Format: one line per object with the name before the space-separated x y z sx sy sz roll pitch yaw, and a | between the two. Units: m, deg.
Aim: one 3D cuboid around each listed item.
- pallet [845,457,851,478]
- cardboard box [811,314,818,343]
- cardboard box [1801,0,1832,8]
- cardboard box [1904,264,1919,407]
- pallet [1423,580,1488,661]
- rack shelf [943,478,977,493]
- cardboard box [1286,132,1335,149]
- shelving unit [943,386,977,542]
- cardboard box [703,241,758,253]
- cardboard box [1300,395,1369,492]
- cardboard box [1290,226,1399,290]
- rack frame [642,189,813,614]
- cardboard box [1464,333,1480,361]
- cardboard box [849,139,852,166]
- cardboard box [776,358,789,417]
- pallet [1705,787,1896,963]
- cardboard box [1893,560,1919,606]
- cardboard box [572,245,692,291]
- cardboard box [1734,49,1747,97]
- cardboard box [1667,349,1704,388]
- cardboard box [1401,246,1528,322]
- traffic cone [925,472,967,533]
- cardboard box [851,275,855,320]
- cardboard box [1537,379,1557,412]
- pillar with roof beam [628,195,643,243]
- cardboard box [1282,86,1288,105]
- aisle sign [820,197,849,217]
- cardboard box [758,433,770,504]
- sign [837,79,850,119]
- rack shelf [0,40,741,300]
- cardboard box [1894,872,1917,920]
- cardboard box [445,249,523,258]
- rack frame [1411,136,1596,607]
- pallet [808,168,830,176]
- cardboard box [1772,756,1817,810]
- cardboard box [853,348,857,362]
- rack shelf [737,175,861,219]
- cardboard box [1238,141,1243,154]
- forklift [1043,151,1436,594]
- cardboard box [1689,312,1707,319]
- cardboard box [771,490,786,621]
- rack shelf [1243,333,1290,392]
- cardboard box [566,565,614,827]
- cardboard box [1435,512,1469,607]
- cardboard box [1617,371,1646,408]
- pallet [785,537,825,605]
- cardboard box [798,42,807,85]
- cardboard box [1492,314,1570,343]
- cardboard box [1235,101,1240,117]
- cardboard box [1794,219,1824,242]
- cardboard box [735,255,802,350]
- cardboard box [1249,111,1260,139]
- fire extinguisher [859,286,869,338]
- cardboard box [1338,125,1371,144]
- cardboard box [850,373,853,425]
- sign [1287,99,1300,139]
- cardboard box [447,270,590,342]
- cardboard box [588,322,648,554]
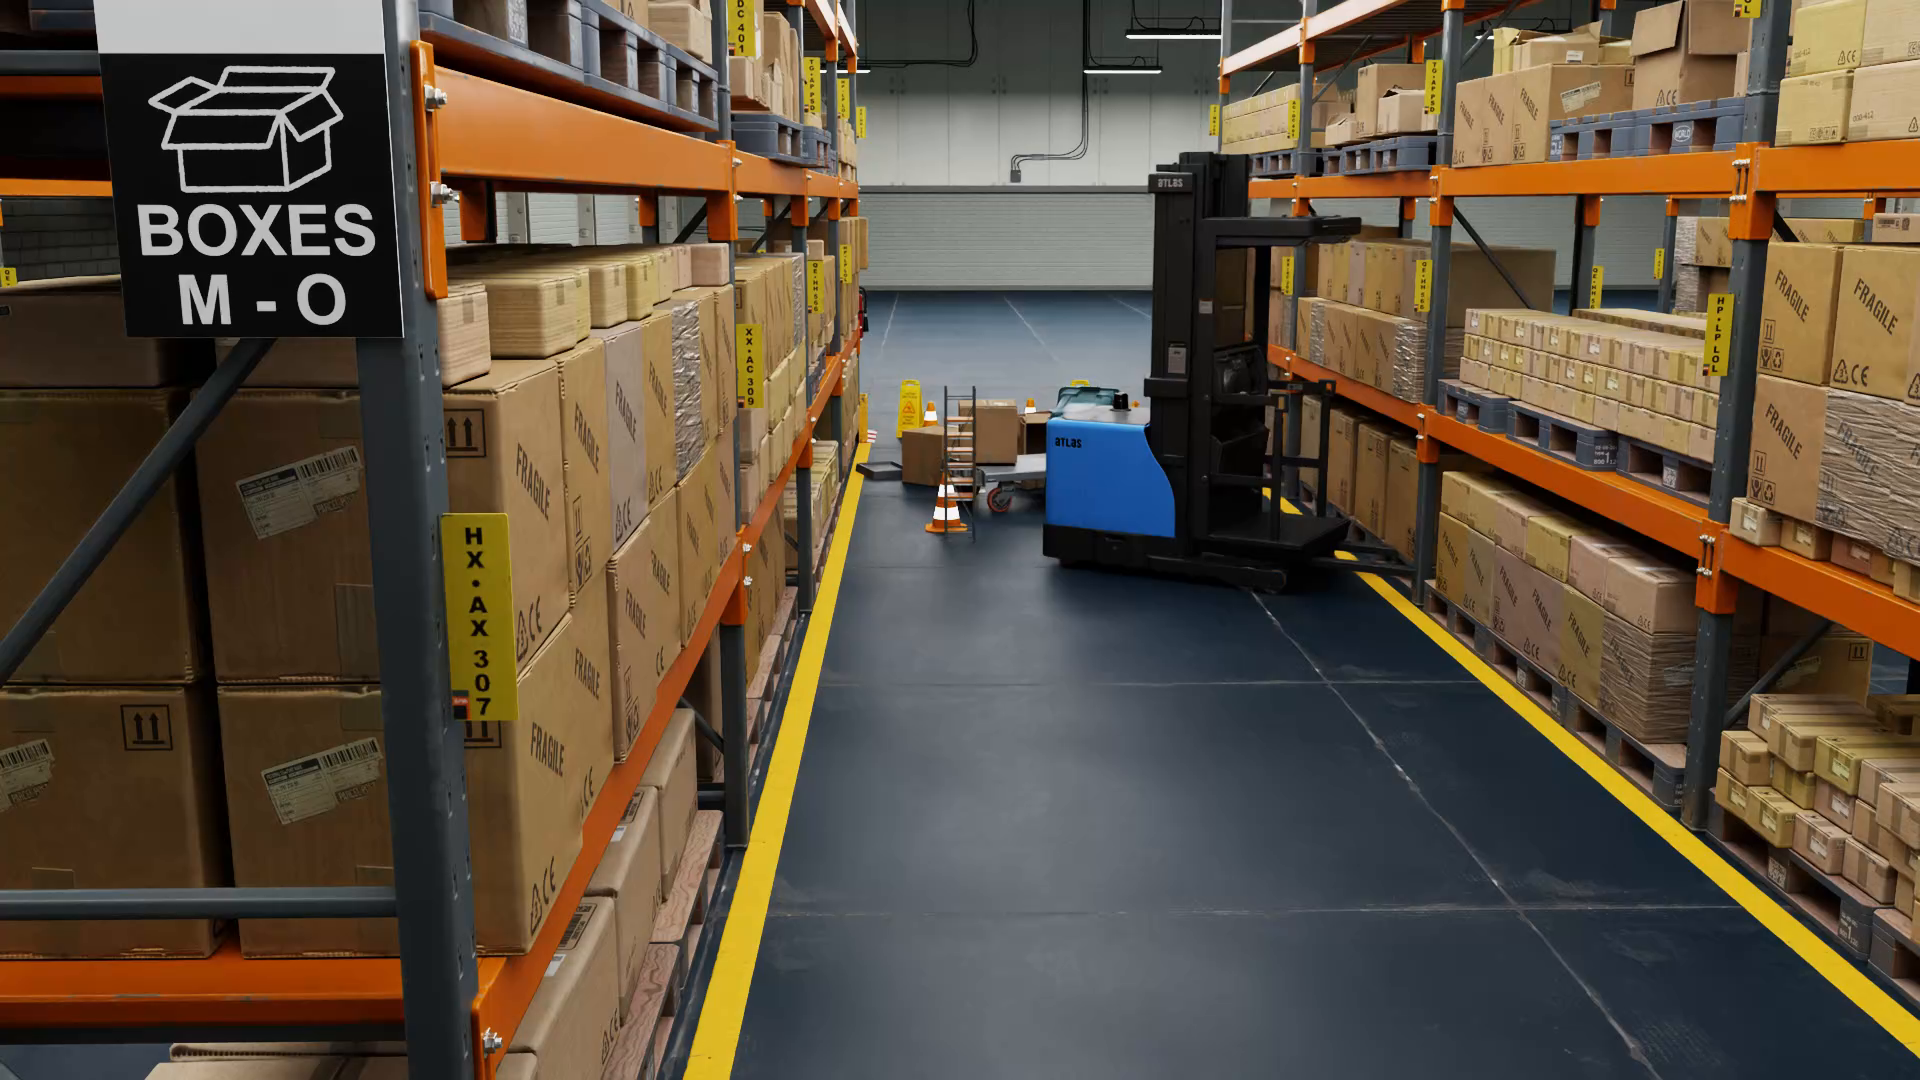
pallet | -1.615 -0.811 16.527 1.003 0.211 1.213 0 11 -1
cardboard box | -1.251 -1.601 11.349 0.500 0.500 0.500 0 11 2
cardboard box | 3.338 -2.030 6.092 0.380 0.149 0.250 0 11 -2
cardboard box | 3.346 -0.642 5.167 0.500 0.500 0.500 0 11 0
pallet | 3.507 0.475 10.185 1.003 0.211 1.213 0 11 -1
rack shelf | 0.000 -0.430 12.987 0.258 0.103 0.180 0 11 -1
cardboard box | 3.082 -3.515 14.619 0.380 0.149 0.250 0 11 -1
shelving unit | 0.000 -0.591 12.954 0.258 1.200 0.189 0 11 -1
cardboard box | -1.756 -2.209 12.718 0.380 0.149 0.250 0 11 2
cardboard box | 3.512 -0.822 14.169 1.050 0.750 0.750 0 11 -1
cardboard box | 3.436 -2.518 14.833 0.875 0.550 0.550 0 11 -1
rack frame | -1.455 -1.006 10.475 1.000 3.000 0.127 0 11 -1
cardboard box | 3.301 -1.178 10.150 0.380 0.149 0.250 0 11 1
cardboard box | -1.303 -3.735 16.008 0.500 0.250 0.500 0 11 -1
cardboard box | -1.135 -0.776 8.458 0.500 0.250 0.500 -1 11 -3
pallet | 3.624 1.248 6.374 1.003 0.211 1.213 0 11 -1
cardboard box | 3.330 0.138 5.469 0.380 0.149 0.250 0 11 0
cardboard box | -1.151 -0.955 5.825 0.380 0.149 0.250 0 11 0
cardboard box | 3.766 -2.059 7.290 0.500 0.311 0.500 0 11 -2
cardboard box | 3.365 -0.758 7.331 0.380 0.149 0.250 -1 11 -3
cardboard box | 3.481 -1.775 11.500 0.700 0.500 0.500 0 11 -2
traffic cone | -0.112 -0.317 13.459 0.336 0.463 0.334 0 11 -1
cardboard box | -1.321 -2.485 16.766 0.500 0.500 0.500 0 11 -1
cardboard box | 3.329 -0.776 8.915 0.380 0.149 0.250 0 11 0
pillar with roof beam | -3.661 -10.162 40.515 9.100 9.000 0.548 0 11 -1
cardboard box | 3.078 -3.956 14.789 0.380 0.149 0.250 0 11 -1
aisle sign | -1.332 -3.884 18.121 0.394 0.787 0.004 0 11 -1
cardboard box | -1.130 -0.329 7.514 0.500 0.250 0.500 -1 11 -3
sign | -0.983 -3.721 14.020 0.100 0.325 0.005 0 11 -1
rack shelf | -1.331 -0.931 4.369 1.077 0.370 4.000 0 11 -1
cardboard box | 3.419 1.219 5.619 0.380 0.149 0.250 -1 11 -4
cardboard box | -1.613 -0.853 5.322 0.380 0.149 0.250 0 11 -2
rack frame | 3.492 -1.047 10.674 1.000 3.000 0.127 0 11 -1
pallet | -1.607 -2.850 12.491 1.213 0.211 1.003 0 11 -1
cardboard box | 3.357 0.917 6.359 0.380 0.149 0.250 0 11 -1
cardboard box | -1.268 -1.909 17.268 0.380 0.149 0.250 0 11 0
rack shelf | -1.579 -3.316 16.127 1.077 0.370 4.000 0 11 -1
cardboard box | 3.034 -3.968 16.856 0.380 0.149 0.250 0 11 -1
forklift | 2.140 -1.190 11.555 3.031 2.935 1.130 7 13 30
cardboard box | 8.031 -2.357 17.764 0.380 0.149 0.250 0 11 -1
cardboard box | -1.524 -0.033 9.966 0.875 0.875 0.875 0 11 -2
rack shelf | 3.368 -1.887 16.624 1.077 0.370 4.000 0 11 -1
cardboard box | -1.051 0.338 3.597 0.500 0.500 0.500 0 11 -2
cardboard box | 3.252 0.114 10.182 0.500 0.500 0.500 -1 11 -4
cardboard box | 3.350 -0.714 7.863 0.380 0.149 0.250 -1 11 -3
pallet | -1.470 0.205 11.517 1.003 0.211 1.213 0 11 -1
cardboard box | -1.296 -2.658 9.758 0.797 0.503 0.637 -1 12 -5
cardboard box | 3.317 -1.226 9.637 0.380 0.149 0.250 0 11 -1
cardboard box | 3.030 -4.411 17.031 0.380 0.149 0.250 0 11 -1
cardboard box | 8.074 -2.715 15.381 0.500 0.500 0.500 0 11 -1
cardboard box | -1.164 -1.342 9.361 0.500 0.500 0.500 0 11 0
cardboard box | 3.112 -4.036 16.186 0.500 0.250 0.500 0 11 -1
fire extinguisher | -1.162 -2.583 18.442 0.296 0.674 0.183 0 11 -1
cardboard box | 3.183 -3.236 13.247 0.250 0.149 0.380 0 11 -1
cardboard box | -1.312 -1.355 16.167 0.500 0.500 0.500 0 11 2
sign | 2.854 -3.601 14.223 0.100 0.325 0.005 0 11 -1
cardboard box | -1.011 -0.501 3.585 0.380 0.149 0.250 -1 11 -3
cardboard box | -1.051 -0.257 4.013 0.500 0.500 0.500 0 11 -2
